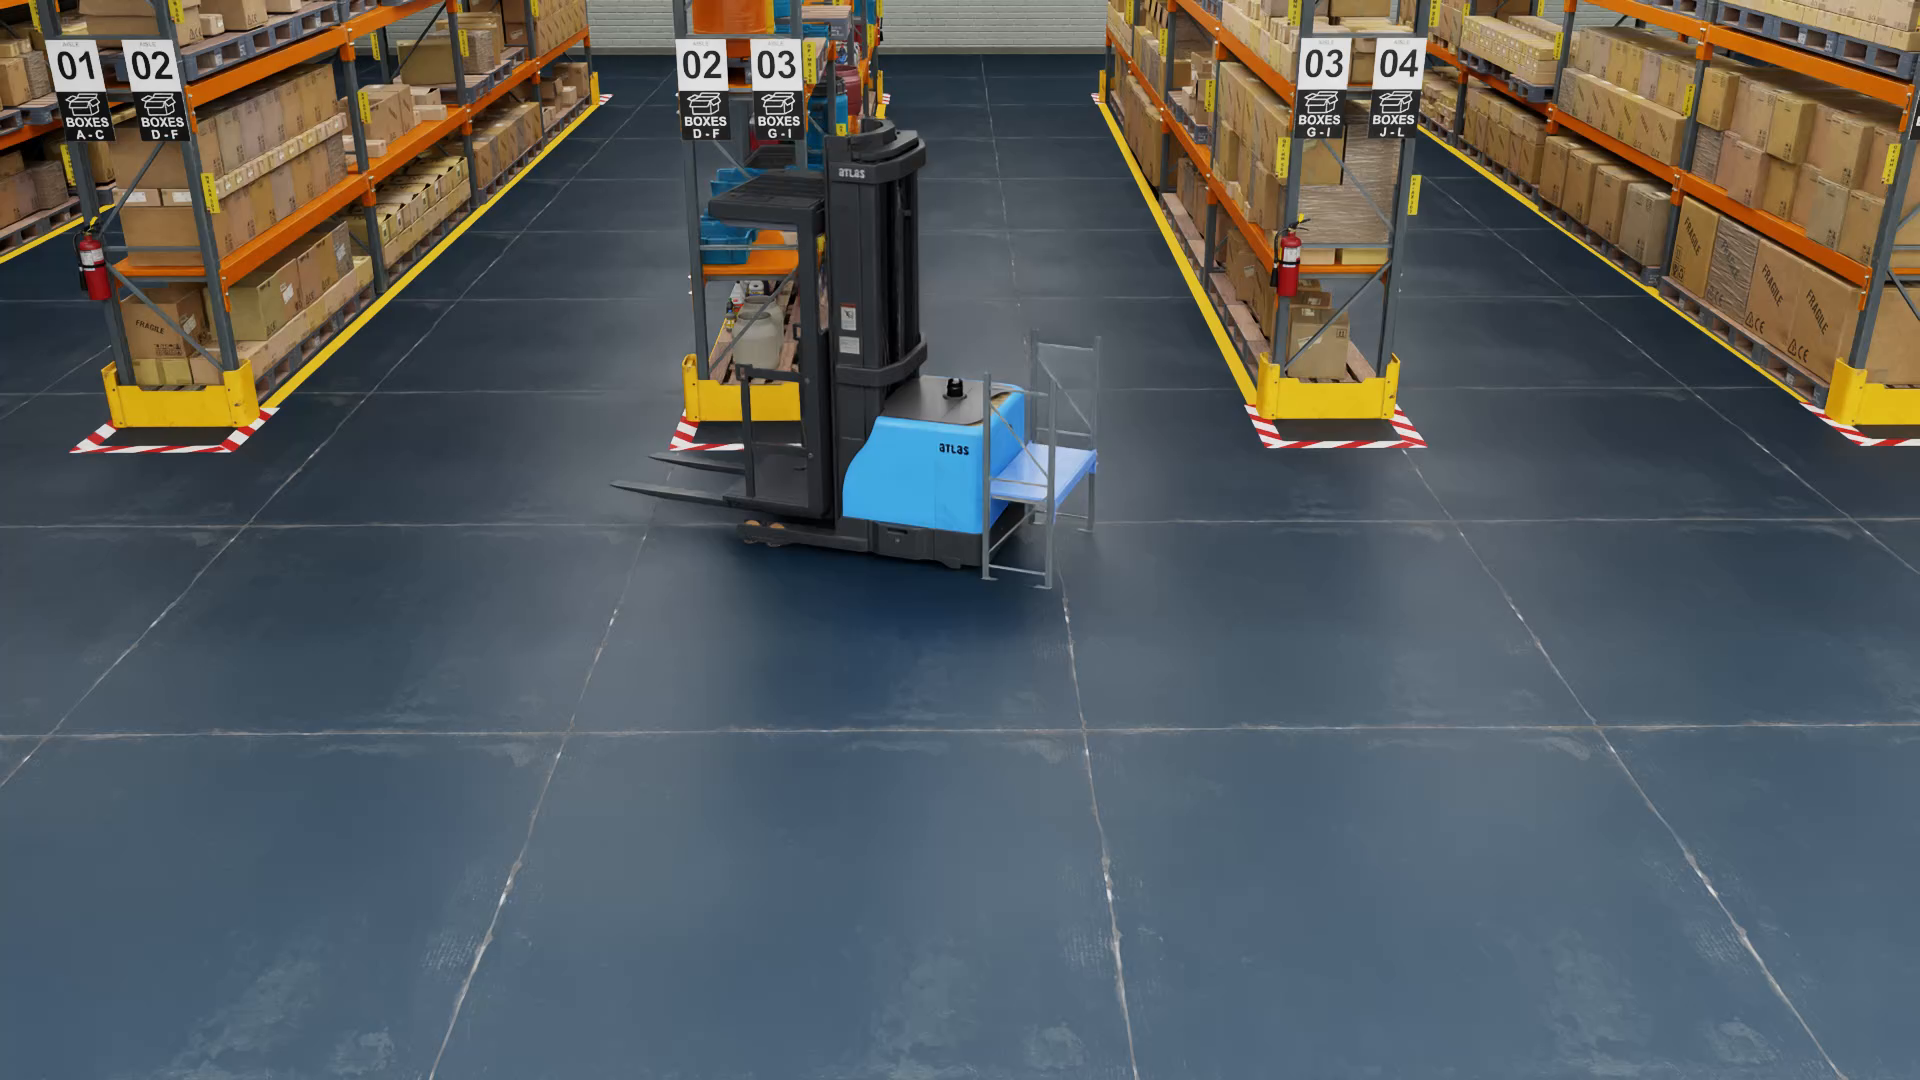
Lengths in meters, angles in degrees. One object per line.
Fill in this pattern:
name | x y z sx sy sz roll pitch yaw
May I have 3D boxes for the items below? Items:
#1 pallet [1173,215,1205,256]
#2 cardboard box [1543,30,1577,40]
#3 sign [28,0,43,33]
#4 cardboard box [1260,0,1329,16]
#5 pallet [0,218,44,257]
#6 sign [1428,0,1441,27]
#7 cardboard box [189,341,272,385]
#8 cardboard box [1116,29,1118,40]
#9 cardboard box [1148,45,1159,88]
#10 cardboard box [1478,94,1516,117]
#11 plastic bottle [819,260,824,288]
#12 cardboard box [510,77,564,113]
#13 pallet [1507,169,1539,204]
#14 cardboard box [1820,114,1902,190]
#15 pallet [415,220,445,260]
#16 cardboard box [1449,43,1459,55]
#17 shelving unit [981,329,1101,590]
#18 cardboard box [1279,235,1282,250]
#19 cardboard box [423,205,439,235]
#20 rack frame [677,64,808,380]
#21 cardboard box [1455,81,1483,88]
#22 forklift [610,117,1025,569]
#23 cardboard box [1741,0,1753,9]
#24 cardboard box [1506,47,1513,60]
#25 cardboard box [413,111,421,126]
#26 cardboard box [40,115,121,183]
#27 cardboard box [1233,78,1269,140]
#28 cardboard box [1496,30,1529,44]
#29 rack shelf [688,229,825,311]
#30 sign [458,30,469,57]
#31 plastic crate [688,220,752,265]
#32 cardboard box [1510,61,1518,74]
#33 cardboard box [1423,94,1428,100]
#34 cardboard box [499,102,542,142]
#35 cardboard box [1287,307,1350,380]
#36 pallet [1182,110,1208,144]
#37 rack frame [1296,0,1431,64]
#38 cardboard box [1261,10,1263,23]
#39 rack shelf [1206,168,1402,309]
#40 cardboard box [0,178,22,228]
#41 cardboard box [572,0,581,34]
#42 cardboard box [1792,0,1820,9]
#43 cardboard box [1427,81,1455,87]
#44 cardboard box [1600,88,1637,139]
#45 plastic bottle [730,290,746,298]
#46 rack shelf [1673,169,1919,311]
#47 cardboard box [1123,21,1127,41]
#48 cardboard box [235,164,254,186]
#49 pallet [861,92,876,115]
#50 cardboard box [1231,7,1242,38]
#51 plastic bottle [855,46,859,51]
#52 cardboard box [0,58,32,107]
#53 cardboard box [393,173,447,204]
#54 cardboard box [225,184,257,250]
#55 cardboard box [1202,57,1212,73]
pallet | 3.133 -3.660 19.969 1.003 0.211 1.213 0 24 -1
cardboard box | 8.250 -6.918 22.863 0.380 0.149 0.250 -1 24 -1
sign | -7.246 -4.152 13.054 0.100 0.325 0.005 0 24 -1
cardboard box | 2.933 -4.870 14.533 0.500 0.500 0.500 0 24 -1
pallet | -11.726 -3.593 19.821 1.003 0.211 1.213 0 24 -1
sign | 3.745 -4.225 13.134 0.100 0.325 0.005 0 24 -1
cardboard box | -6.486 -1.575 14.802 0.500 0.250 0.500 0 24 -1
cardboard box | 2.720 -8.154 26.827 0.380 0.149 0.250 -1 24 -2
cardboard box | 2.854 -6.421 22.569 0.500 0.500 0.500 -1 24 -2
cardboard box | 7.785 -6.252 23.930 0.500 0.250 0.500 0 24 1
plastic bottle | -1.498 -2.813 17.393 0.144 0.351 0.185 -1 24 -2
cardboard box | -6.859 -7.196 26.900 0.797 0.503 0.637 0 24 -1
pallet | 8.069 -4.786 22.459 1.003 0.211 1.213 0 24 -1
cardboard box | 8.100 -3.377 14.469 0.875 0.550 0.550 0 24 -1
pallet | -6.810 -3.599 19.835 1.003 0.211 1.213 0 24 -1
cardboard box | 7.684 -7.490 25.360 0.380 0.149 0.250 -1 24 -2
shelving unit | 0.571 -0.579 11.593 0.538 1.500 1.048 9 26 19
cardboard box | 2.991 -2.562 14.463 0.380 0.149 0.250 0 24 -1
cardboard box | -6.520 -3.802 19.727 0.500 0.250 0.500 0 24 0
rack frame | -1.750 -2.435 13.877 1.000 3.000 0.127 0 24 -1
cardboard box | 8.245 -7.333 26.935 0.380 0.149 0.250 0 24 0
forklift | -1.093 -1.480 11.848 3.031 2.935 1.130 8 25 17
cardboard box | 7.790 -5.214 16.056 0.380 0.149 0.250 0 24 -1
cardboard box | 7.603 -6.572 22.459 0.380 0.149 0.250 0 24 -1
cardboard box | -6.720 -5.071 20.010 0.380 0.149 0.250 2 24 3
cardboard box | -11.620 -5.202 22.095 0.750 0.750 0.750 -1 24 -1
cardboard box | 2.922 -4.143 15.959 0.500 0.500 0.500 0 24 -1
cardboard box | 7.599 -6.922 22.872 0.380 0.149 0.250 0 24 1
rack shelf | -1.772 -2.931 15.847 1.077 0.370 4.000 0 24 -1
sign | -6.235 -6.242 20.890 0.100 0.325 0.005 0 24 -1
plastic crate | -2.054 -2.572 14.361 0.499 0.251 0.616 0 24 -1
cardboard box | 7.608 -6.323 22.270 0.380 0.149 0.250 -1 24 -1
cardboard box | 7.812 -7.301 27.226 0.380 0.149 0.250 1 24 2
cardboard box | -6.542 -6.218 24.742 0.500 0.500 0.500 0 24 -1
cardboard box | 3.213 -1.767 14.924 0.500 0.500 0.500 4 25 9
pallet | 3.178 -4.851 19.451 1.003 0.211 1.213 0 24 -1
rack frame | 3.203 -5.191 12.690 1.000 3.000 0.127 0 24 -1
cardboard box | 2.924 -4.700 14.942 0.380 0.149 0.250 -1 24 -3
rack shelf | 3.181 -2.954 15.897 1.077 0.370 4.000 0 24 -1
cardboard box | -11.760 -4.035 19.913 0.700 0.500 0.500 0 24 -1
cardboard box | -6.591 -8.656 27.510 0.500 0.500 0.500 0 24 0
cardboard box | 7.865 -4.930 14.943 0.500 0.250 0.500 0 24 0
cardboard box | 7.788 -7.332 26.932 0.380 0.149 0.250 0 24 0
cardboard box | 7.828 -4.971 19.363 0.500 0.500 0.500 -1 24 -1
plastic bottle | -2.185 -2.310 16.373 0.152 0.276 0.135 -1 24 -2
rack shelf | 8.142 -2.934 15.854 1.077 0.370 4.000 0 24 -1
cardboard box | 2.797 -7.863 25.700 0.500 0.250 0.500 0 24 1
cardboard box | -6.499 -3.234 14.734 0.380 0.149 0.250 -1 24 -1
pallet | -1.954 -7.417 28.277 1.003 0.211 1.213 0 24 -1
cardboard box | 2.919 -4.999 16.089 0.500 0.250 0.500 0 24 -1
plastic bottle | -1.505 -7.070 24.268 0.061 0.283 0.133 0 24 -1
cardboard box | -11.695 -5.509 20.019 0.700 0.500 0.500 -3 24 -6
cardboard box | -6.523 -4.268 20.076 0.500 0.311 0.500 0 24 -1
cardboard box | -6.706 -2.869 14.714 0.700 0.500 0.500 0 24 1
cardboard box | 3.268 -5.539 20.109 0.700 0.500 0.500 3 25 7
